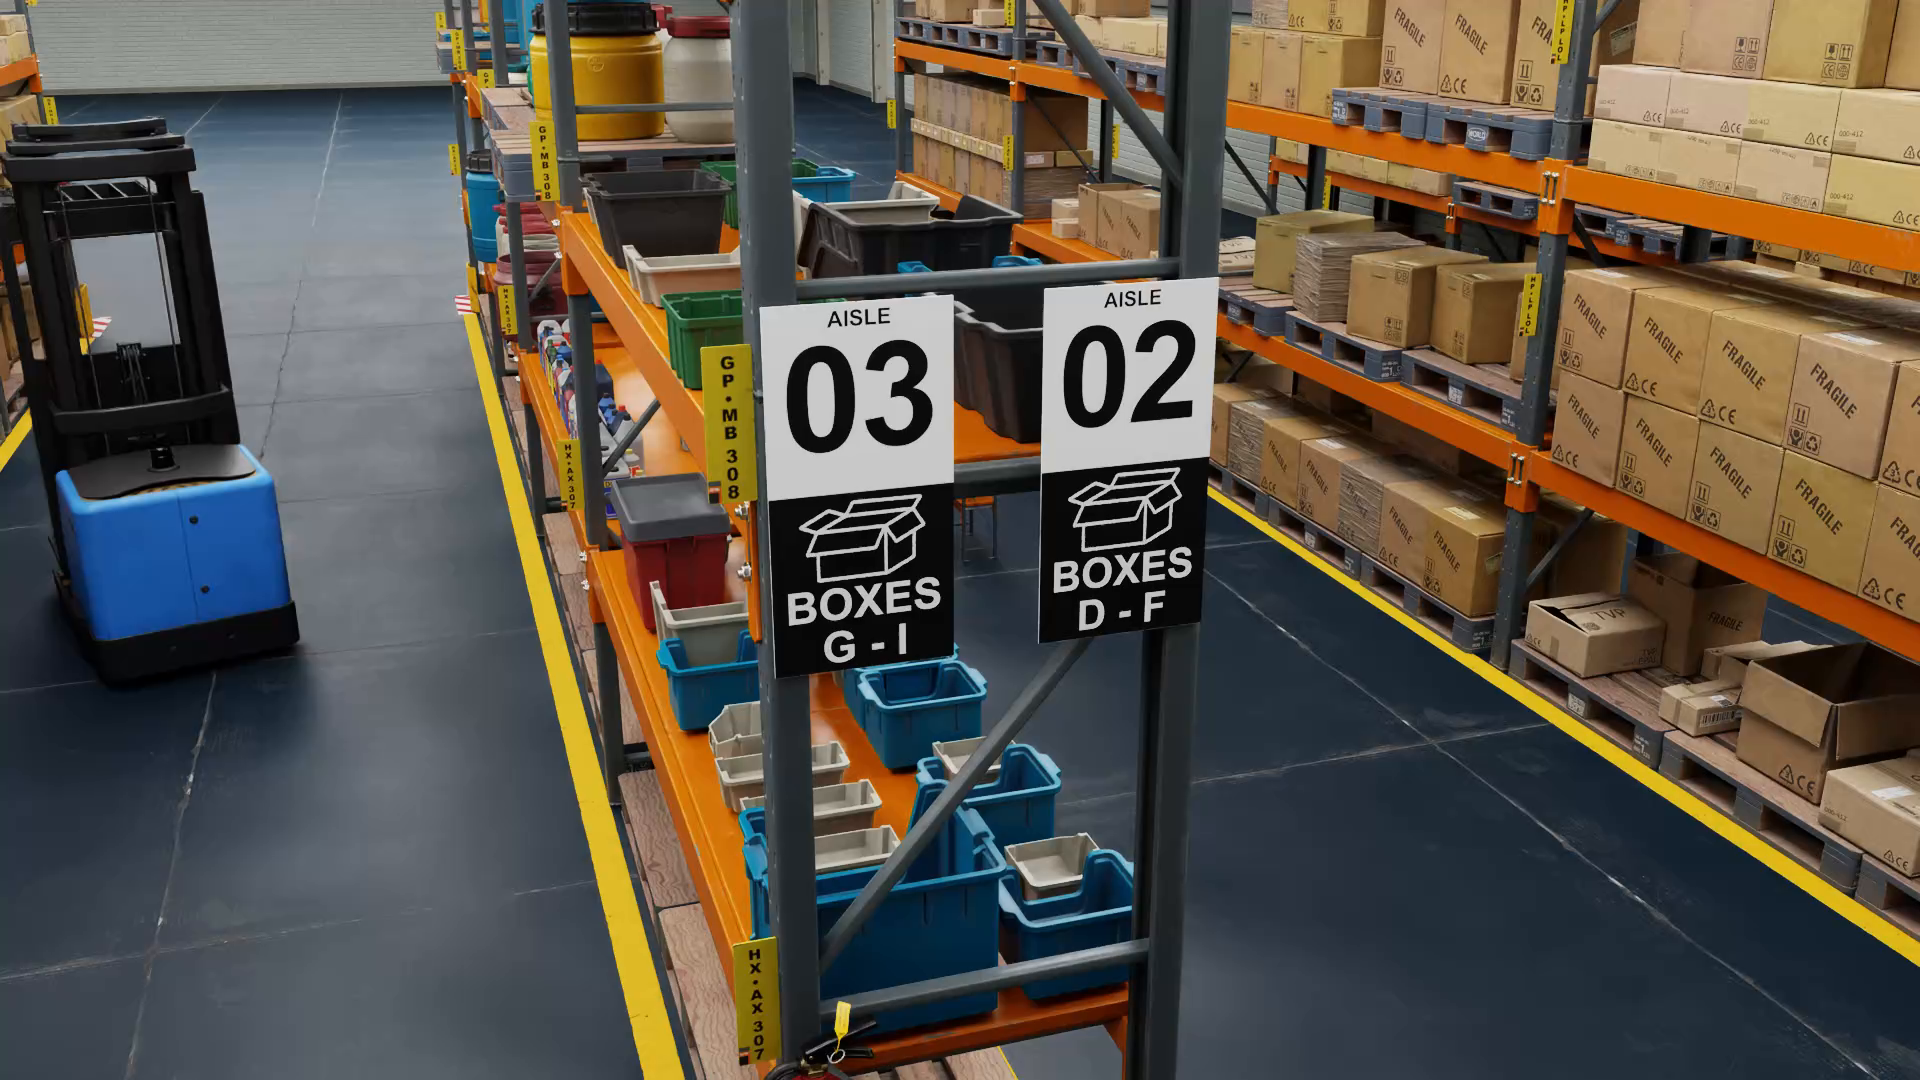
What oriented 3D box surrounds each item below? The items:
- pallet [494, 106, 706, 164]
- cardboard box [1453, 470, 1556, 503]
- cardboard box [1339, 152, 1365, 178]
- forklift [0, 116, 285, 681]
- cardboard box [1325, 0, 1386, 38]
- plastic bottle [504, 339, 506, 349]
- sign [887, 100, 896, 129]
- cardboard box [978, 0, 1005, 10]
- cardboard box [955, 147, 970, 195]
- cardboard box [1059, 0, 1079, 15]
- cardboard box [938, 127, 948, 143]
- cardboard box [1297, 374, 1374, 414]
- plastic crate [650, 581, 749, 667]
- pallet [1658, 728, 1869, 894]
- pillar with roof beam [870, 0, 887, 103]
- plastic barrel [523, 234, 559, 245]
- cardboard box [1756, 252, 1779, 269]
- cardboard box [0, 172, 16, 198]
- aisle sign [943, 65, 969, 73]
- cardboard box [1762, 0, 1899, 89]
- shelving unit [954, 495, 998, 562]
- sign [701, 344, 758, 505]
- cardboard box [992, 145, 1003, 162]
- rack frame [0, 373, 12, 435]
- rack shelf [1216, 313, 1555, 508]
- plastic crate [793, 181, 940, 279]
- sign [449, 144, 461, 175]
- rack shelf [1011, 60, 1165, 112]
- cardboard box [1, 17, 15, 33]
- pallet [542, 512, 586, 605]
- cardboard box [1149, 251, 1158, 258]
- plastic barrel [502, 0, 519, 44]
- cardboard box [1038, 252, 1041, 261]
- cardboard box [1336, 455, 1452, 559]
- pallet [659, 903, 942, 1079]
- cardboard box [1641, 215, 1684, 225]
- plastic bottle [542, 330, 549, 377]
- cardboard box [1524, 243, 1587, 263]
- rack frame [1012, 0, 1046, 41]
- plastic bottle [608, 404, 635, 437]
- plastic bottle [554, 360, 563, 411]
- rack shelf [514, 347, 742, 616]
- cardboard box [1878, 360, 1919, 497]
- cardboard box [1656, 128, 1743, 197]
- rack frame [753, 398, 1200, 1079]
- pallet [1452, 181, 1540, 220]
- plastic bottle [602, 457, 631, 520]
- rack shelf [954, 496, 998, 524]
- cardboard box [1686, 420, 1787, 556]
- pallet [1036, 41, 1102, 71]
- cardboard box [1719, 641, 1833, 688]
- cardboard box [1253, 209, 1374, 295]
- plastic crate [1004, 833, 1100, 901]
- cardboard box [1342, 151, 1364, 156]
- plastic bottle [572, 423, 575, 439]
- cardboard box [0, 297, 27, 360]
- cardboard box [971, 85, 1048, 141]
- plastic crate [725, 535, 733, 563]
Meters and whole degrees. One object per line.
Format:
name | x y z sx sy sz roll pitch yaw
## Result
pallet | -1.901 -2.142 8.786 1.003 0.211 1.213 -6 21 -17
cardboard box | 3.402 -0.122 10.365 0.500 0.500 0.500 -6 21 -16
cardboard box | 4.771 -4.375 19.352 0.500 0.250 0.500 -6 21 -17
forklift | -4.973 -1.066 10.048 1.130 2.935 3.031 -9 22 -25
cardboard box | 2.696 -3.485 10.617 0.500 0.500 0.500 -6 21 -17
plastic bottle | -4.253 -1.980 15.760 0.144 0.351 0.185 -7 21 -20
sign | -0.799 -4.978 19.442 0.100 0.325 0.005 -6 21 -17
cardboard box | 0.589 -5.573 17.076 0.797 0.503 0.637 -4 20 -11
cardboard box | 0.353 -3.990 17.940 0.700 0.500 0.500 -6 21 -16
cardboard box | 1.143 -4.997 14.944 0.500 0.500 0.500 -6 21 -17
cardboard box | -0.026 -4.463 18.297 0.380 0.149 0.250 -7 21 -19
cardboard box | 2.782 -1.114 12.019 0.500 0.250 0.500 -6 20 -15
plastic crate | -0.897 0.322 6.168 0.437 0.282 0.530 -6 21 -17
pallet | 4.103 1.185 7.805 1.003 0.211 1.213 -6 21 -17
pillar with roof beam | -6.158 -15.053 40.014 9.100 9.000 0.400 -6 21 -17
plastic barrel | -3.118 -1.994 12.364 0.421 0.512 0.421 0 20 0
cardboard box | 6.829 -2.312 13.758 0.380 0.149 0.250 -7 21 -18
cardboard box | -8.996 -3.073 14.946 0.875 0.500 0.500 -6 21 -17
aisle sign | -0.012 -5.866 19.466 0.394 0.787 0.004 -6 21 -17
cardboard box | 3.876 -2.182 6.989 0.700 0.500 0.500 -6 21 -17
shelving unit | 0.052 -0.512 11.066 0.258 1.200 0.503 -6 21 -17
sign | -0.462 -0.230 3.337 0.100 0.325 0.005 -6 21 -17
cardboard box | 0.537 -3.887 16.694 0.380 0.149 0.250 -7 21 -19
rack frame | -8.419 -2.256 13.259 1.000 3.000 0.127 -6 21 -17
rack shelf | 2.873 -1.043 10.947 1.077 0.370 4.000 -6 21 -17
plastic crate | -0.349 -1.031 5.588 0.437 0.282 0.530 -6 21 -17
sign | -5.498 -4.139 18.093 0.100 0.325 0.005 -6 21 -17
rack shelf | 1.615 -3.738 14.014 1.077 0.370 4.000 -6 21 -17
cardboard box | -9.132 -4.840 15.649 0.380 0.149 0.250 -7 21 -20
pallet | -2.172 0.063 10.930 1.003 0.211 1.213 -6 21 -17
cardboard box | 1.790 -2.309 13.778 0.380 0.149 0.250 -5 20 -13
plastic barrel | -3.928 -4.958 14.983 0.600 0.901 0.708 -6 21 -17
cardboard box | 0.974 -2.905 17.405 0.500 0.500 0.500 -6 21 -17
cardboard box | 2.769 -0.219 10.636 0.500 0.500 0.500 -6 21 -17
pallet | -0.547 1.722 6.311 1.003 0.211 1.213 -6 21 -17
cardboard box | 6.587 -3.131 14.898 0.700 0.500 0.500 -8 21 -22
plastic bottle | -2.570 -1.160 10.381 0.061 0.283 0.133 -6 21 -17
cardboard box | 6.077 -2.843 16.831 0.500 0.250 0.500 -7 21 -18
rack frame | 0.987 -6.130 15.172 1.000 3.000 0.127 -6 21 -17
plastic bottle | -1.723 -0.526 8.518 0.144 0.351 0.185 -6 21 -17
plastic bottle | -2.311 -0.895 9.642 0.061 0.283 0.133 -6 21 -17
rack shelf | -1.831 -0.518 9.486 1.077 0.370 4.000 -6 21 -17
cardboard box | 4.031 -0.415 6.509 0.500 0.500 0.500 -6 21 -16
cardboard box | 3.572 -1.738 7.602 0.500 0.250 0.500 -6 21 -17
rack frame | 0.055 1.069 4.003 1.000 3.000 0.127 -6 21 -17
pallet | 5.790 -3.484 16.962 1.003 0.211 1.213 -6 21 -17
plastic bottle | -1.633 -0.249 7.855 0.152 0.276 0.135 -6 21 -17
rack shelf | 0.052 -0.261 11.156 0.258 0.148 0.480 -6 21 -17
cardboard box | 3.722 -0.270 7.582 0.500 0.500 0.500 -6 21 -17
pallet | 1.276 -4.347 14.928 0.805 0.209 1.217 -7 21 -19
cardboard box | 4.185 0.712 8.324 0.500 0.311 0.500 -6 21 -17
cardboard box | 2.549 -2.078 11.995 0.700 0.500 0.500 -15 24 -35
plastic crate | 0.268 0.939 4.667 0.250 0.136 0.298 -6 21 -17
cardboard box | 4.772 -4.734 19.243 0.500 0.500 0.500 -6 21 -16
plastic bottle | -2.011 -0.570 8.860 0.097 0.201 0.097 0 20 0
cardboard box | -9.096 -1.967 15.533 0.500 0.500 0.500 -4 20 -12
cardboard box | 0.524 -4.429 17.244 0.700 0.500 0.500 -6 21 -17
plastic crate | -1.192 0.046 7.153 0.396 0.136 0.243 -6 21 -17
